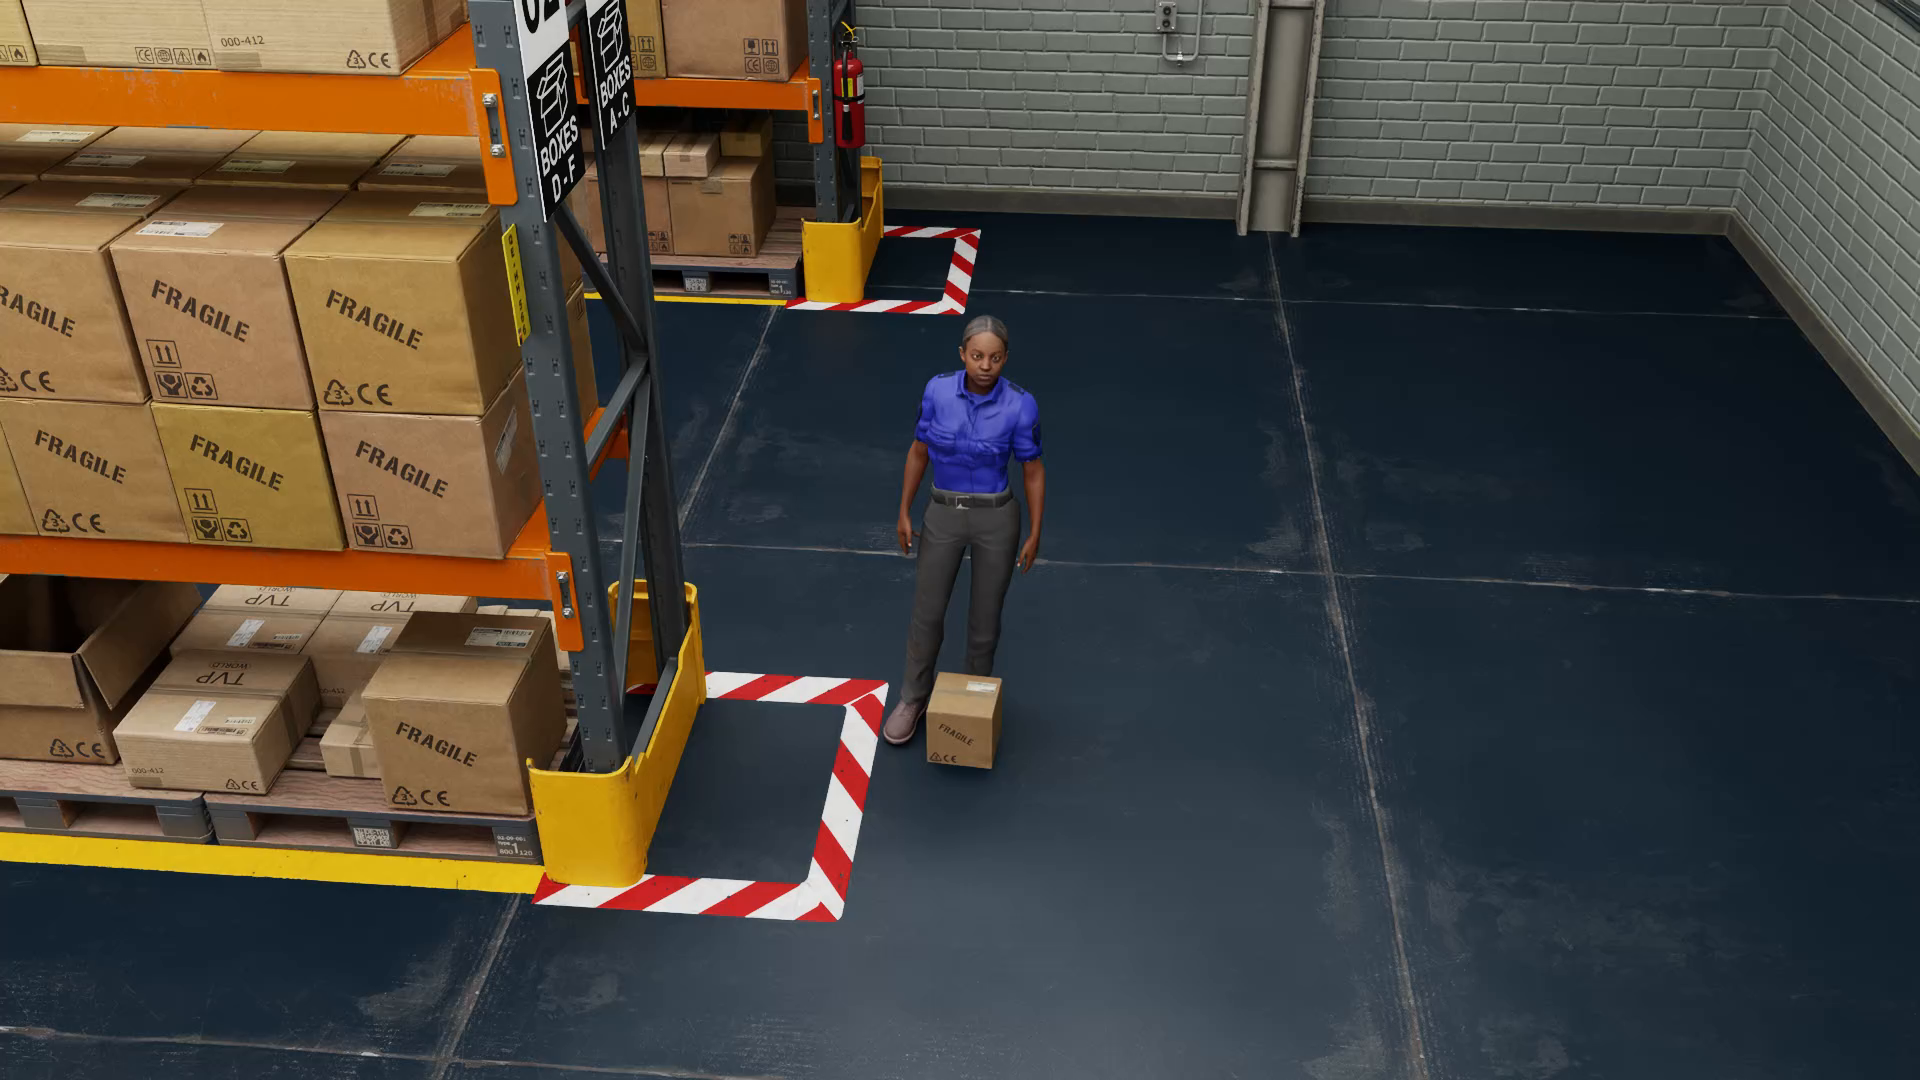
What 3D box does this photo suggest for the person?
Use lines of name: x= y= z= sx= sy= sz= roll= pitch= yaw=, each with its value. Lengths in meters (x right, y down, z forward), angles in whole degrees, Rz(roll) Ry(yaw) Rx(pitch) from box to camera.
person: x=0.014 y=-0.013 z=6.147 sx=0.569 sy=1.654 sz=0.504 roll=6 pitch=33 yaw=9
